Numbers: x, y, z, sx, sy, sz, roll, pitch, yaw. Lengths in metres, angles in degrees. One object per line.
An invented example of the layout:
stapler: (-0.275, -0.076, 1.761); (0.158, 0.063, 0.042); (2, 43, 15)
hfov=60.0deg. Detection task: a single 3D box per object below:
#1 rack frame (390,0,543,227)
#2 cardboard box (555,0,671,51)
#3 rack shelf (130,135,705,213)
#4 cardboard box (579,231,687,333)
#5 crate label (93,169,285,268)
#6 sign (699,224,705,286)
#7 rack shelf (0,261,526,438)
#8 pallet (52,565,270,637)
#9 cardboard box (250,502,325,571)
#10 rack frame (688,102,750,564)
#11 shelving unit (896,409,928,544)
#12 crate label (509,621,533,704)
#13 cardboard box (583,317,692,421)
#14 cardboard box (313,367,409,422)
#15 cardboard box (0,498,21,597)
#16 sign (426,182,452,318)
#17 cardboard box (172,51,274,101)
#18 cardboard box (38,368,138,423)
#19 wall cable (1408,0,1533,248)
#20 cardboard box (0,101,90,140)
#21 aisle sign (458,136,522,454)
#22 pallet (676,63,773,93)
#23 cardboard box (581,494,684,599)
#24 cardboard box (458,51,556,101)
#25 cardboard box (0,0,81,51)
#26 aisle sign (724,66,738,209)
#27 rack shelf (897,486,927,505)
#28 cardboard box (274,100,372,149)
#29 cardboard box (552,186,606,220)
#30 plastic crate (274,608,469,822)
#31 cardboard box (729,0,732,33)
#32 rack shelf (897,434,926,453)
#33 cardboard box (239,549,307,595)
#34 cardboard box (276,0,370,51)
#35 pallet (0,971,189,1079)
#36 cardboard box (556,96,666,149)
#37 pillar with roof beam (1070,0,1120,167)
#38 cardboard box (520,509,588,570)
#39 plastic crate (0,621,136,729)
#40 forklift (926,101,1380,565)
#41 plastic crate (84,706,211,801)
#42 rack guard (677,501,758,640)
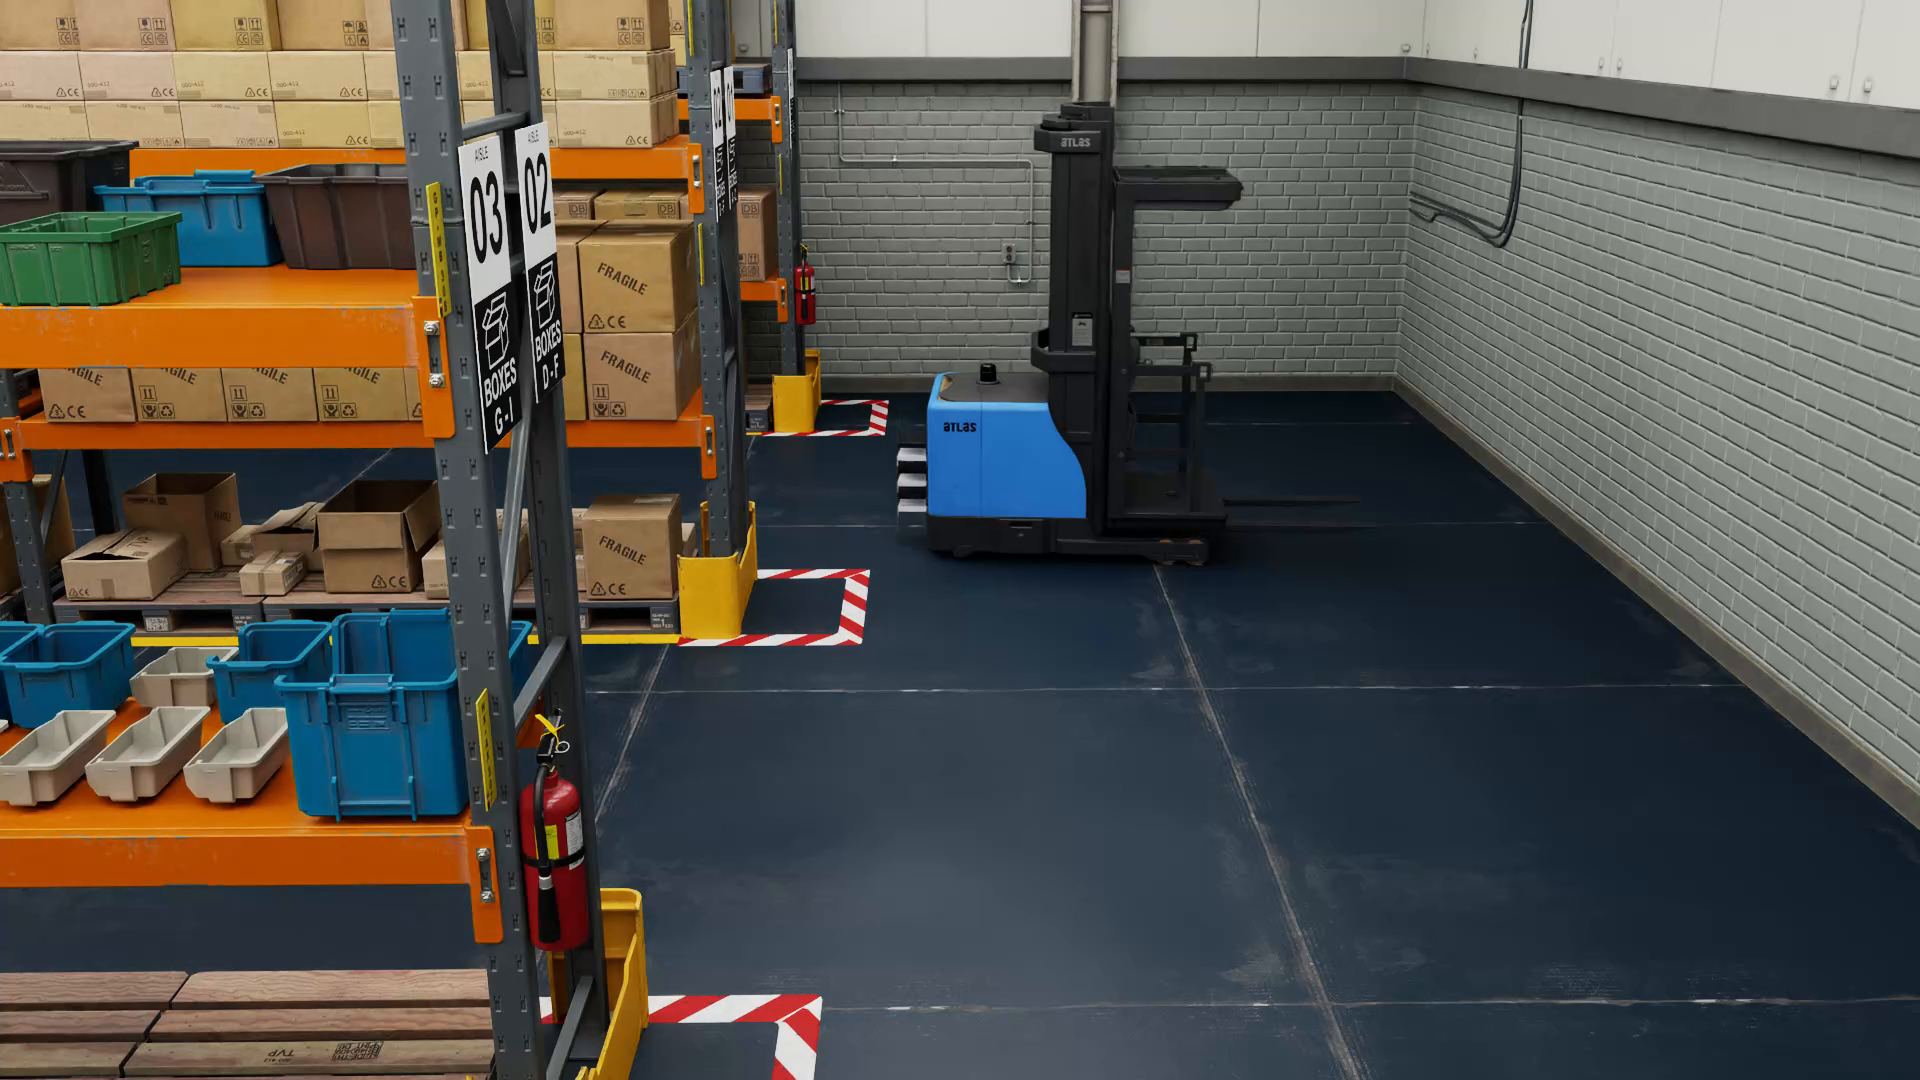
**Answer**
rack frame: (-1.325, -2.369, 4.201); (0.127, 3.000, 1.000); (0, 18, -1)
cardboard box: (-1.913, -2.970, 9.184); (0.500, 0.500, 0.700); (0, 18, -1)
rack shelf: (-3.400, -2.102, 9.455); (4.000, 0.370, 1.077); (0, 18, -1)
cardboard box: (-1.841, -1.463, 9.397); (0.500, 0.500, 0.500); (0, 18, -1)
crate label: (-2.253, -0.964, 4.976); (0.502, 0.251, 0.408); (0, 18, -1)
sign: (-1.411, -1.558, 9.080); (0.005, 0.325, 0.100); (0, 18, -1)
rack shelf: (-3.325, -0.589, 4.739); (4.000, 0.370, 1.077); (0, 18, -1)
pallet: (-4.713, 0.319, 10.209); (1.213, 0.211, 1.003); (0, 18, -1)
cardboard box: (-4.084, -0.028, 10.407); (0.500, 0.311, 0.500); (0, 18, -1)
rack frame: (-1.400, -1.025, 9.834); (0.127, 3.000, 1.000); (0, 18, -1)
shelving unit: (-0.321, -0.434, 11.427); (0.210, 0.900, 0.258); (1, 18, 2)
crate label: (-1.578, 0.439, 5.444); (0.303, 0.233, 0.416); (0, 18, -1)
cardboard box: (-1.843, -0.988, 9.552); (0.500, 0.500, 0.500); (0, 18, 1)
cardboard box: (-3.365, -0.981, 9.531); (0.500, 0.500, 0.500); (-1, 18, -2)
cardboard box: (-5.888, 0.065, 9.808); (0.500, 0.500, 0.500); (0, 18, -1)
sign: (-1.301, -0.723, 4.152); (0.005, 0.325, 0.100); (0, 18, -1)
cardboard box: (-3.909, -2.529, 9.038); (0.500, 0.250, 0.500); (0, 18, -1)
cardboard box: (-4.886, -0.973, 9.506); (0.500, 0.500, 0.500); (0, 18, 1)
wall cable: (4.179, -3.835, 13.852); (0.112, 2.526, 3.097); (0, 18, -1)
cardboard box: (-4.909, -2.290, 9.110); (0.500, 0.250, 0.500); (0, 18, -1)
aisle sign: (-1.249, -0.661, 4.442); (0.004, 0.787, 0.394); (0, 18, -1)
pallet: (-2.223, -3.918, 14.084); (1.213, 0.211, 1.003); (0, 18, -1)
cardboard box: (-1.940, 0.033, 9.905); (0.500, 0.500, 0.500); (0, 18, -1)
cardboard box: (-2.410, -2.538, 9.064); (0.500, 0.250, 0.500); (0, 18, -1)
cardboard box: (-4.914, -2.972, 9.191); (0.500, 0.500, 0.700); (0, 18, -1)
aisle sign: (-1.336, -2.353, 9.717); (0.004, 0.787, 0.394); (0, 18, -1)
rack shelf: (-0.321, -0.316, 11.464); (0.200, 0.077, 0.258); (1, 18, 2)
cardboard box: (-3.409, -2.296, 9.130); (0.500, 0.250, 0.500); (0, 18, -1)
cardboard box: (-3.481, -2.668, 14.462); (0.700, 0.700, 0.980); (-1, 18, -4)
plastic crate: (-1.657, 0.501, 4.920); (0.499, 0.435, 0.616); (0, 18, -1)
cardboard box: (-2.216, -4.570, 14.139); (0.500, 0.500, 0.500); (-1, 18, -3)
rack shelf: (-0.321, -0.659, 11.354); (0.200, 0.077, 0.258); (1, 18, 2)
cardboard box: (-4.112, 0.190, 9.962); (0.250, 0.166, 0.380); (0, 18, -1)
cardboard box: (-3.414, -2.984, 9.229); (0.500, 0.500, 0.700); (0, 18, -1)
pallet: (-3.368, 1.812, 5.552); (1.213, 0.211, 1.003); (0, 18, -1)
cardboard box: (-1.909, -2.299, 9.139); (0.500, 0.250, 0.500); (0, 18, -1)
pillar with roof beam: (1.272, -4.357, 10.399); (0.400, 9.000, 9.100); (0, 18, -1)
cardboard box: (-2.448, -0.007, 10.441); (0.500, 0.250, 0.500); (0, 18, -1)
plastic crate: (-2.894, 0.446, 5.424); (0.300, 0.233, 0.416); (0, 18, -1)
forklift: (1.305, -1.394, 11.096); (3.031, 2.935, 1.130); (1, 18, 2)
plastic crate: (-2.428, 0.641, 4.973); (0.243, 0.136, 0.396); (0, 18, -1)
rack guard: (-1.476, 0.165, 10.214); (0.348, 0.500, 1.175); (0, 18, -1)
